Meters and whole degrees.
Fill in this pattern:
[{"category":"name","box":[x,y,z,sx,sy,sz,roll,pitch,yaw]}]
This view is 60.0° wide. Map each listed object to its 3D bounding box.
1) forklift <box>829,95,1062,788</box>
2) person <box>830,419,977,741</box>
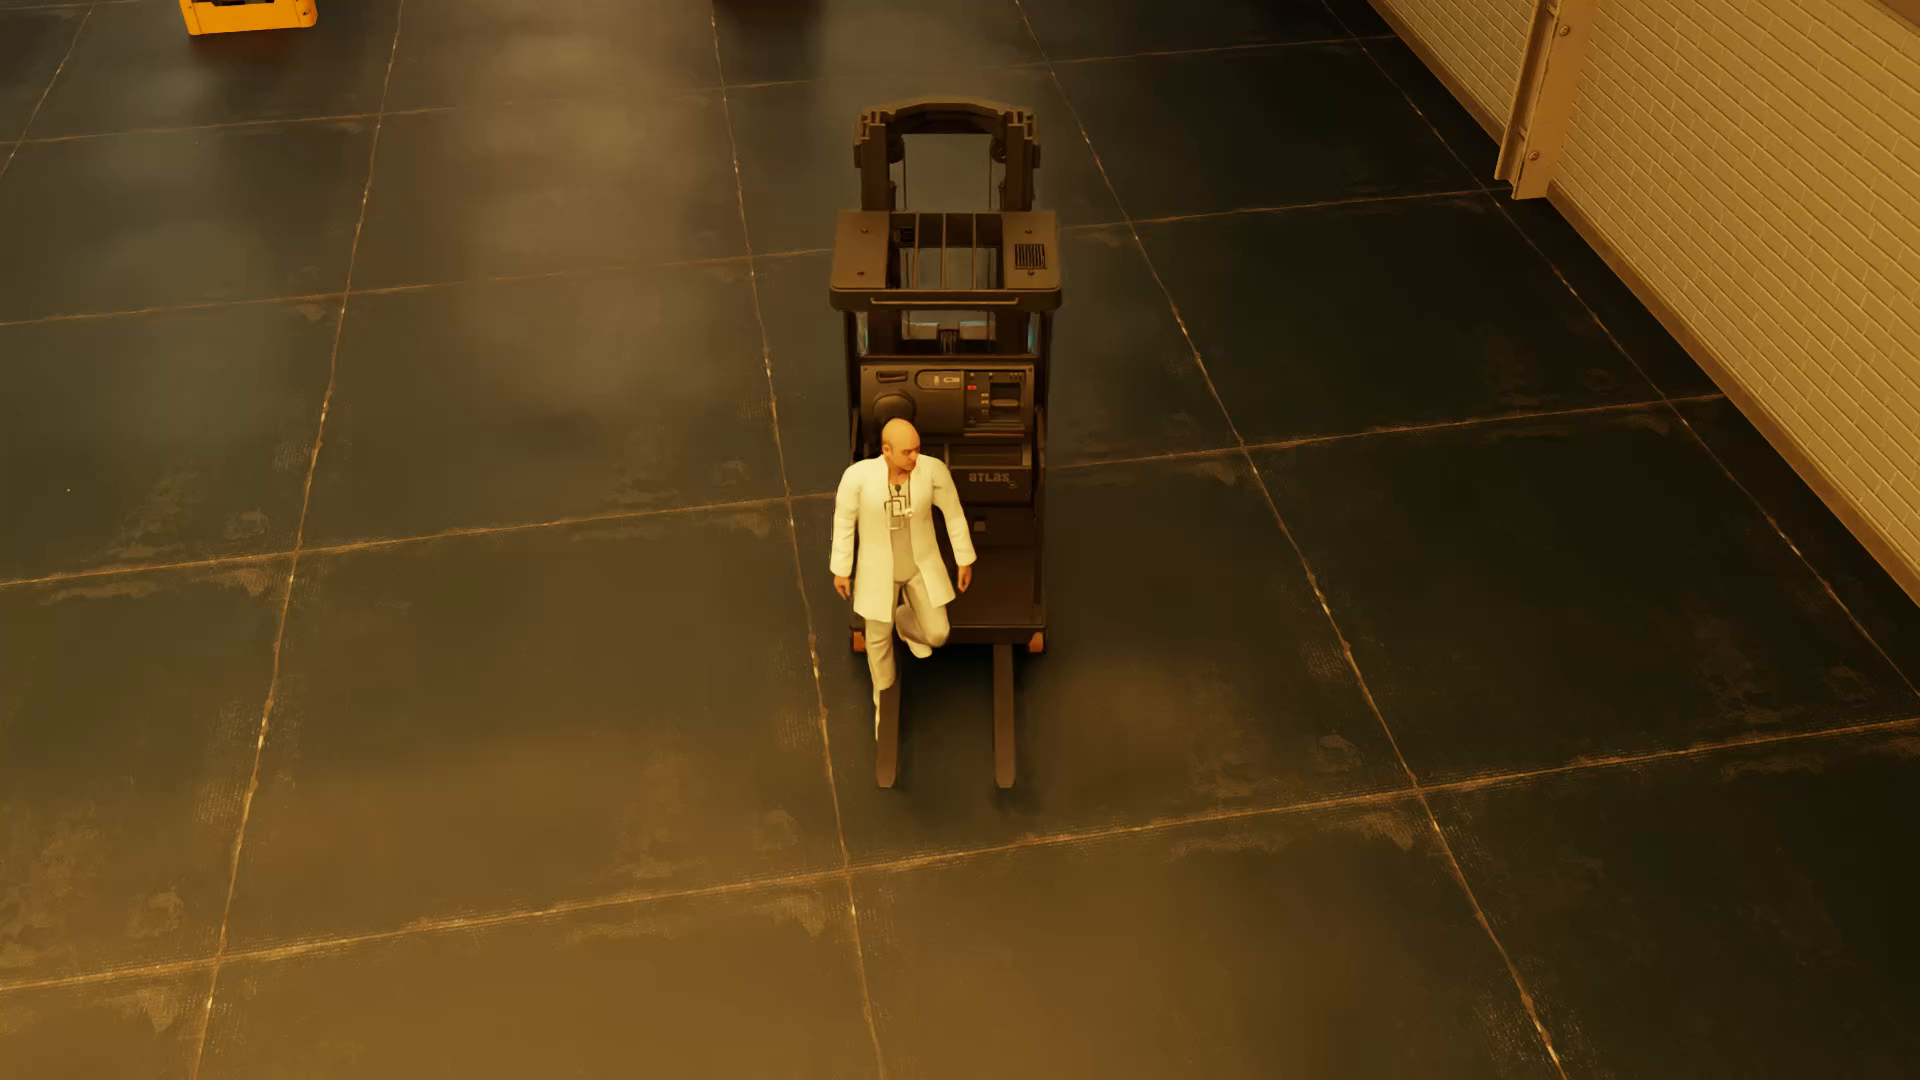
[{"category":"forklift","box":[-0.066,-0.677,8.753,1.130,2.935,3.031,0,40,0]},{"category":"person","box":[-0.276,0.201,8.621,0.757,1.764,0.661,-9,41,-11]}]
